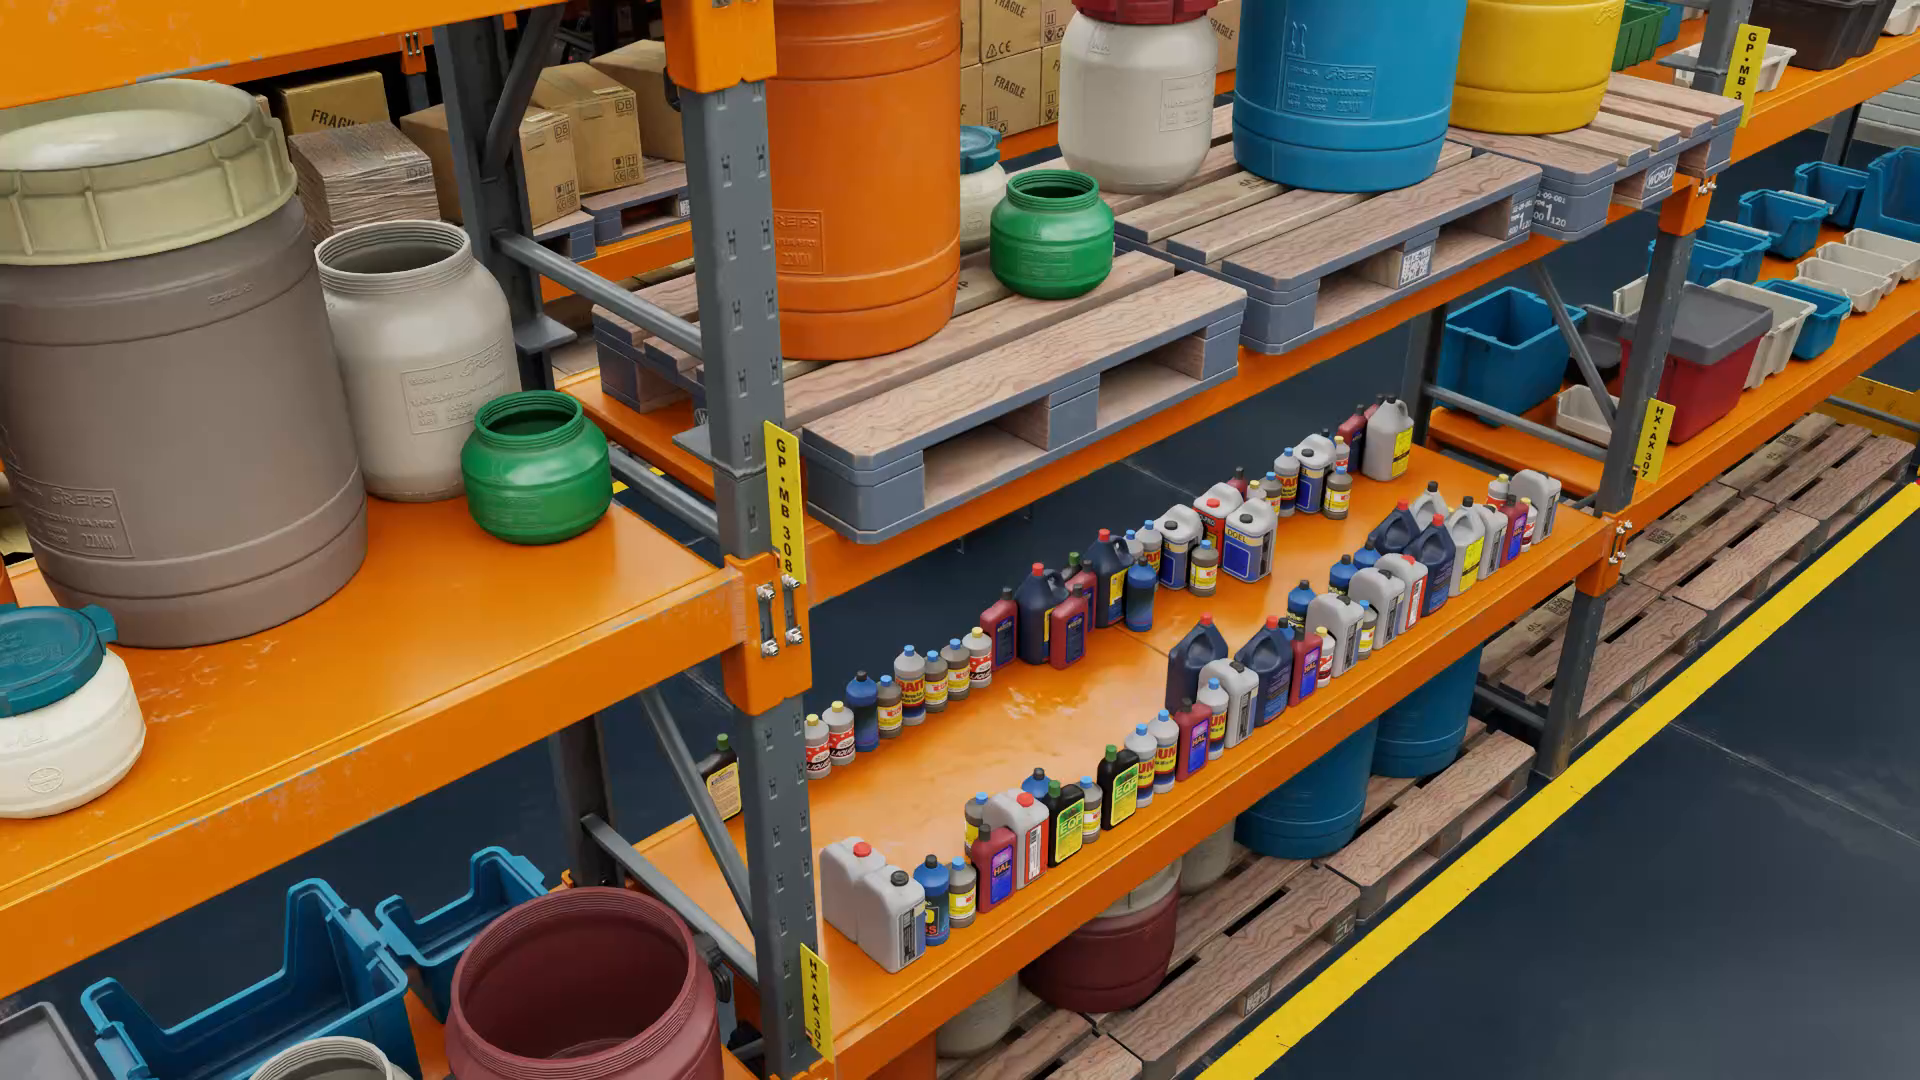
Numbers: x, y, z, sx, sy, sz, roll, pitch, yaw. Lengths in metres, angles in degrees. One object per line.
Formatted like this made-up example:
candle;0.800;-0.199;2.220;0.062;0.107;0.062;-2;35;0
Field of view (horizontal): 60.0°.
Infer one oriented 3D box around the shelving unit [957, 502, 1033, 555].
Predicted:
shelving unit;0.121;-0.571;8.533;0.503;1.200;0.258;-26;40;-35

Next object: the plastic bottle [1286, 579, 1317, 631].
plastic bottle;1.142;0.254;5.582;0.097;0.271;0.097;0;31;0

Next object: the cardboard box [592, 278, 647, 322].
cardboard box;-2.053;-1.207;9.823;0.500;0.500;0.500;-25;39;-35

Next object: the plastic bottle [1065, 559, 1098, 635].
plastic bottle;0.403;0.206;5.650;0.133;0.283;0.061;-26;40;-35

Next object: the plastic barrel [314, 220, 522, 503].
plastic barrel;-1.153;-0.377;3.509;0.421;0.512;0.421;0;31;0

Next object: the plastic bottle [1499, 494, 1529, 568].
plastic bottle;2.009;-0.049;6.066;0.133;0.283;0.061;-26;40;-35

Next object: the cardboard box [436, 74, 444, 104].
cardboard box;-3.901;-3.590;13.739;0.500;0.500;0.700;-25;39;-35

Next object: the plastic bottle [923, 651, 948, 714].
plastic bottle;-0.087;0.447;5.334;0.097;0.201;0.097;0;31;0

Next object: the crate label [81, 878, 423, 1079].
crate label;-1.629;1.191;3.892;0.616;0.435;0.502;-26;40;-35

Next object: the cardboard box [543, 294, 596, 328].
cardboard box;-2.402;-1.366;9.363;0.500;0.250;0.500;-26;40;-35

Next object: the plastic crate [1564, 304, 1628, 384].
plastic crate;2.855;-0.869;7.502;0.590;0.125;0.437;-26;40;-35

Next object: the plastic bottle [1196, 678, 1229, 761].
plastic bottle;0.771;0.542;5.111;0.097;0.271;0.097;0;31;0

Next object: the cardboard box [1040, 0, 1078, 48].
cardboard box;0.522;-3.435;10.438;0.500;0.500;0.500;-24;39;-34

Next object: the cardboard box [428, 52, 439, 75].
cardboard box;-4.143;-3.891;13.610;0.250;0.149;0.380;-26;40;-36

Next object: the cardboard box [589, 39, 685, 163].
cardboard box;-1.648;-2.497;9.459;0.700;0.500;0.500;15;35;23

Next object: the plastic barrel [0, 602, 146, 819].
plastic barrel;-1.490;0.277;2.679;0.301;0.262;0.301;0;31;0

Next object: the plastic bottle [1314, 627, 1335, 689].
plastic bottle;1.174;0.377;5.449;0.097;0.201;0.097;0;31;0

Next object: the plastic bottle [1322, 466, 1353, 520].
plastic bottle;1.448;-0.187;6.371;0.097;0.201;0.097;0;31;0

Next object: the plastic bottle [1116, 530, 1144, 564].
plastic bottle;0.594;0.088;5.854;0.097;0.271;0.097;0;31;0

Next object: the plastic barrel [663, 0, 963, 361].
plastic barrel;-0.298;-0.885;3.632;0.708;0.830;0.600;-26;40;-35

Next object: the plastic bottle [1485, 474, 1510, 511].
plastic bottle;2.049;-0.154;6.317;0.097;0.201;0.097;0;31;0

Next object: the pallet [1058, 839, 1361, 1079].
pallet;0.727;1.421;6.224;1.213;0.211;1.003;-26;40;-35

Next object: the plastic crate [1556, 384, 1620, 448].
plastic crate;2.655;-0.485;6.863;0.243;0.136;0.396;-26;40;-35

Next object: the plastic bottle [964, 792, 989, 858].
plastic bottle;0.061;0.807;4.745;0.097;0.201;0.097;0;31;0

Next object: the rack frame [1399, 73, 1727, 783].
rack frame;2.216;-0.461;6.629;0.127;3.000;1.000;-26;40;-35

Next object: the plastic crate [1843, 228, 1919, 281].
plastic crate;4.675;-1.435;8.416;0.243;0.136;0.396;-26;40;-35

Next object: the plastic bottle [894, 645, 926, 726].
plastic bottle;-0.158;0.452;5.259;0.097;0.271;0.097;0;31;0

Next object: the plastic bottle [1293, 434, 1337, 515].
plastic bottle;1.350;-0.260;6.419;0.135;0.276;0.152;-26;40;-35

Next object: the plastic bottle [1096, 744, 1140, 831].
plastic bottle;0.458;0.701;4.839;0.133;0.283;0.061;-26;40;-35

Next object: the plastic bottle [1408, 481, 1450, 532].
plastic bottle;1.667;-0.044;5.994;0.185;0.351;0.144;-26;40;-35

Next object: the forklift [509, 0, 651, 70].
forklift;-2.907;-3.252;11.258;3.031;2.935;1.130;-24;39;-34

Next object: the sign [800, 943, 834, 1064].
sign;-0.337;1.096;3.926;0.005;0.325;0.100;-26;40;-35

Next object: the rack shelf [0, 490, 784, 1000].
rack shelf;-2.183;0.694;2.554;4.000;0.370;1.077;-26;40;-35

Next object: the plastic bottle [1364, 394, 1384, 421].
plastic bottle;1.658;-0.445;6.714;0.133;0.283;0.061;-26;40;-35

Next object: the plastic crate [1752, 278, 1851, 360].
plastic crate;3.818;-1.008;7.626;0.300;0.233;0.416;-26;40;-35

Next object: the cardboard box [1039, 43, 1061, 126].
cardboard box;0.524;-3.017;10.713;0.500;0.500;0.500;-26;40;-36

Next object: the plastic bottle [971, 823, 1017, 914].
plastic bottle;0.092;0.878;4.550;0.133;0.283;0.061;-26;40;-35

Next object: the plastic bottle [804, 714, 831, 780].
plastic bottle;-0.444;0.620;5.051;0.097;0.201;0.097;0;31;0

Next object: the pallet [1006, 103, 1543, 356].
pallet;0.878;-0.942;4.720;1.213;0.211;1.003;-26;40;-35

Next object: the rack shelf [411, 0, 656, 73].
rack shelf;-3.053;-4.654;14.175;4.000;0.370;1.077;-26;40;-35

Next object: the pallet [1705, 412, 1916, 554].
pallet;4.519;-0.413;9.223;1.213;0.211;1.003;-26;40;-35

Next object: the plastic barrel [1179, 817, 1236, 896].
plastic barrel;0.812;1.025;6.181;0.421;0.512;0.421;0;31;0

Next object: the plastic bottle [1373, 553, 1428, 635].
plastic bottle;1.510;0.164;5.726;0.135;0.276;0.152;-26;40;-35

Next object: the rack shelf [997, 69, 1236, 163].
rack shelf;0.318;-2.760;11.078;4.000;0.370;1.077;-26;40;-35

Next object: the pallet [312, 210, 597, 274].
pallet;-2.659;-1.548;8.591;1.213;0.211;1.003;-26;40;-35

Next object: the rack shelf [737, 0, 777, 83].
rack shelf;0.750;-1.834;4.196;4.000;0.370;1.077;-26;40;-35

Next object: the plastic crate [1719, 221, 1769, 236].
plastic crate;3.956;-1.509;8.537;0.298;0.136;0.250;-26;40;-35

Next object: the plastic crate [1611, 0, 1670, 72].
plastic crate;2.322;-1.916;6.337;0.662;0.188;0.450;-26;40;-35

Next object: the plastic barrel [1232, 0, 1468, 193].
plastic barrel;1.069;-1.470;4.520;0.708;0.901;0.600;-26;40;-35
